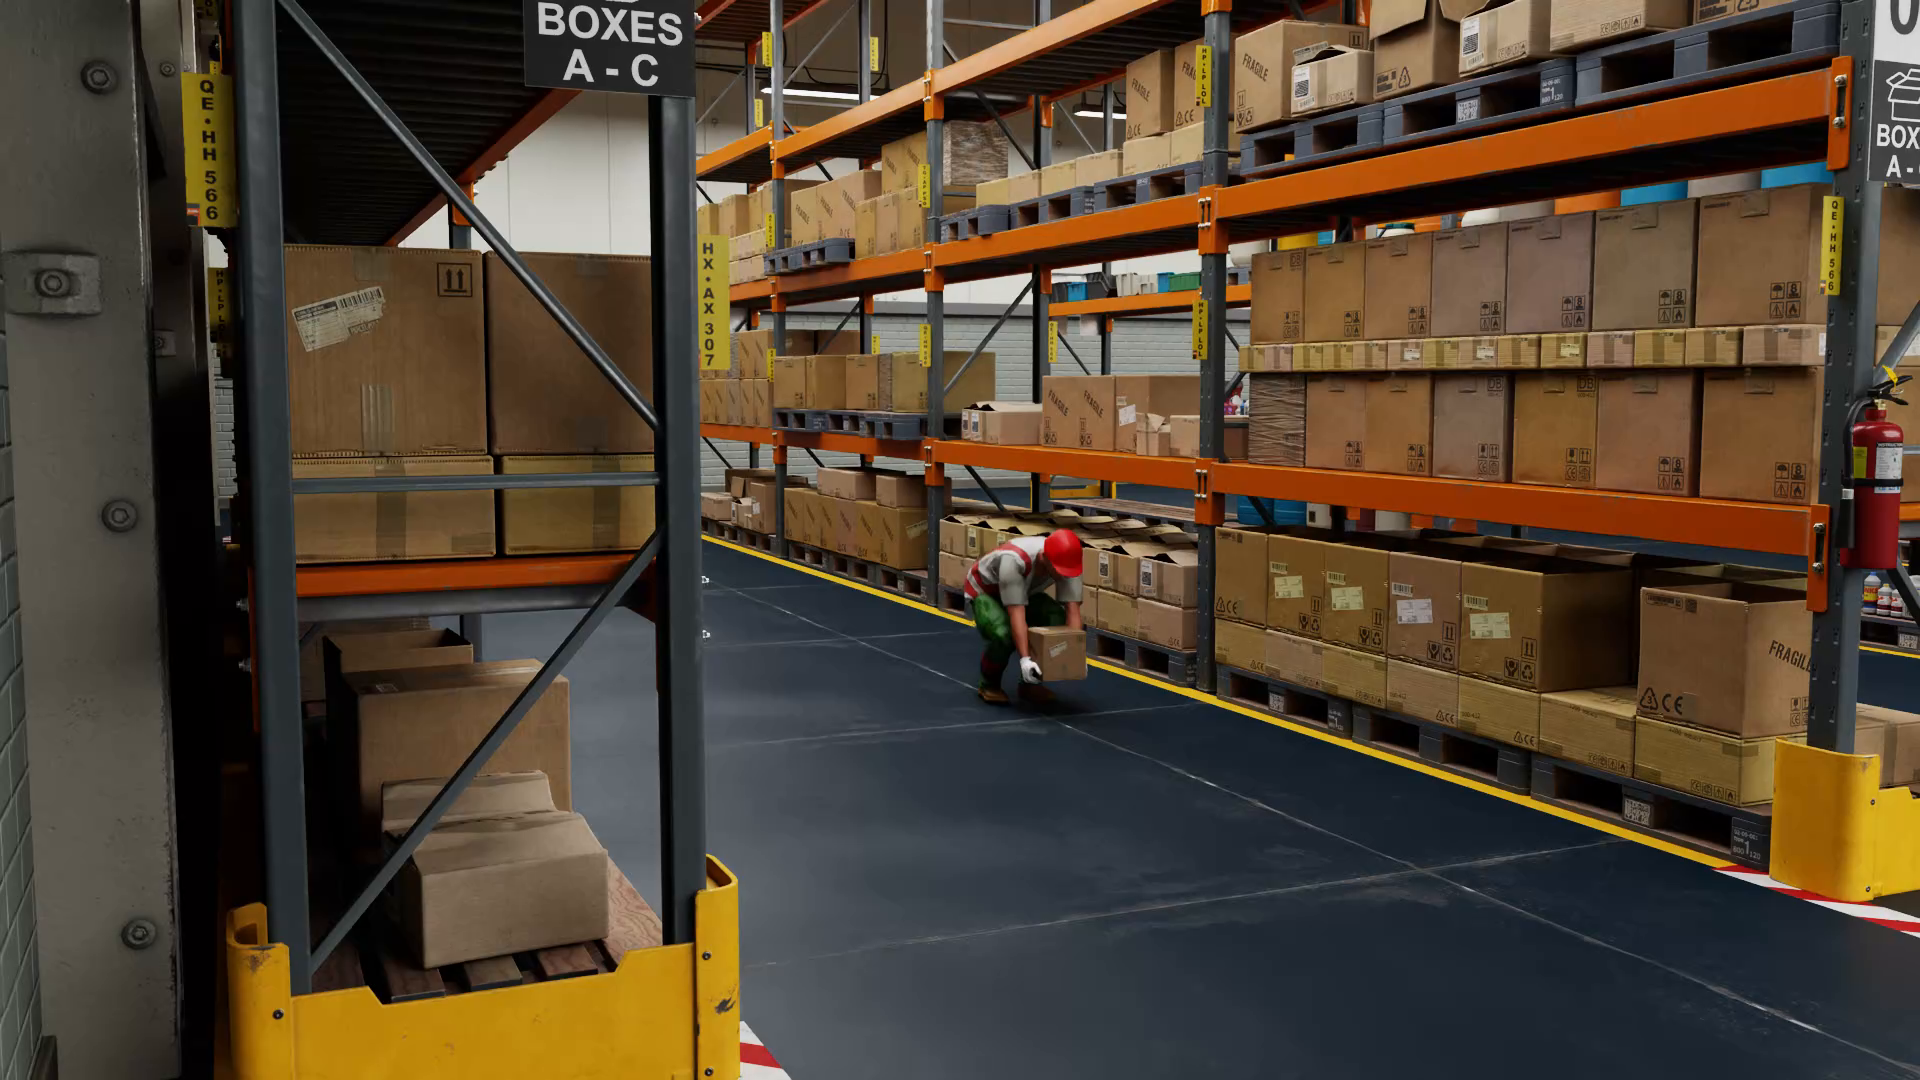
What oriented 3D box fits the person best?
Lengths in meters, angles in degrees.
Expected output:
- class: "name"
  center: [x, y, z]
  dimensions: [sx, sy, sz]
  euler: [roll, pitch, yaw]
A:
- class: "person"
  center: [0.364, 0.404, 9.060]
  dimensions: [0.533, 0.991, 0.912]
  euler: [-3, 6, -25]
